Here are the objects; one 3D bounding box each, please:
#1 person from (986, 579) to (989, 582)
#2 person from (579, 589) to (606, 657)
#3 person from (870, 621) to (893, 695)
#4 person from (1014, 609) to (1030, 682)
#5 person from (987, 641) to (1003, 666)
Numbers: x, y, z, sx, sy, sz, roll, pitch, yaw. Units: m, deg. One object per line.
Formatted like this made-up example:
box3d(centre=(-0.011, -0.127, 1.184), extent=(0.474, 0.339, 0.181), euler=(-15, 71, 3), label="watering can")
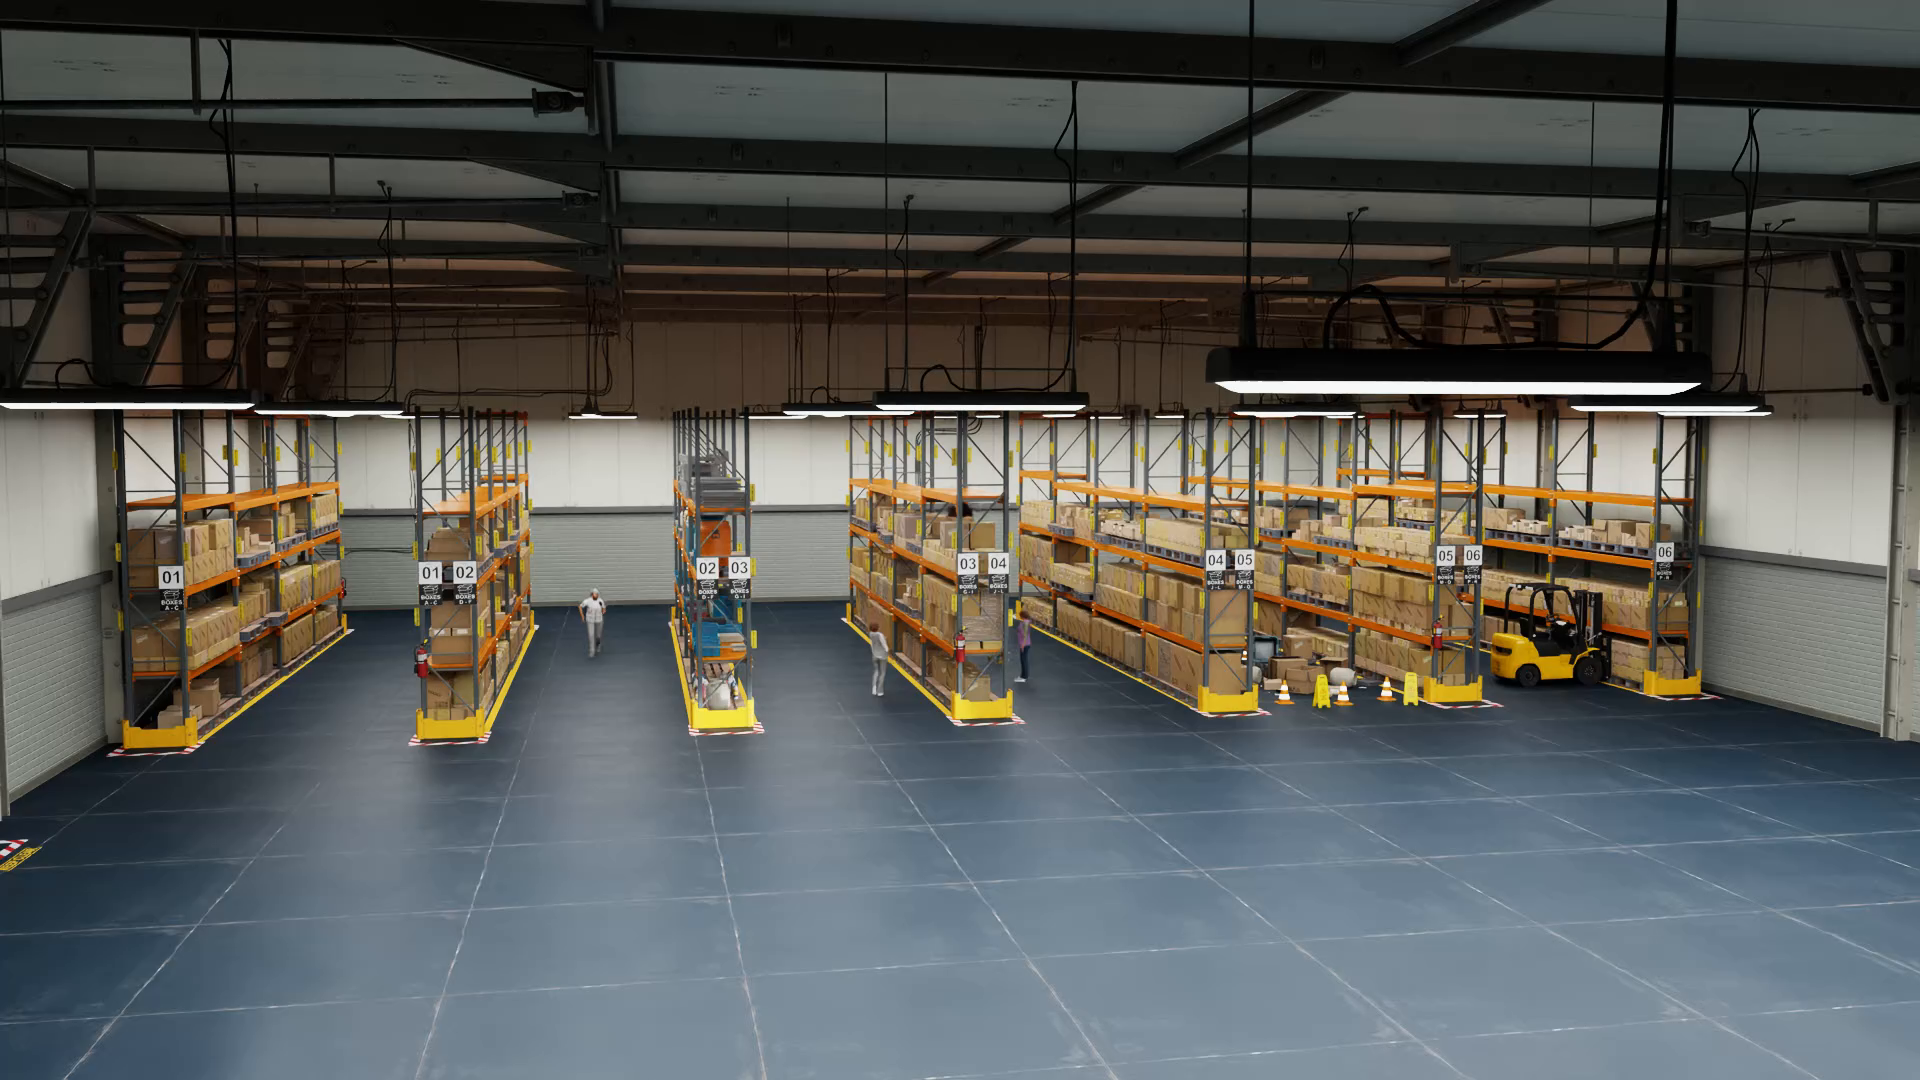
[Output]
box3d(centre=(1.064, 1.271, 50.908), extent=(0.573, 1.681, 1.000), euler=(1, 4, 12), label="person")
box3d(centre=(-8.953, 1.994, 40.539), extent=(0.654, 1.620, 1.007), euler=(-1, 4, -11), label="person")
box3d(centre=(-1.646, 2.462, 34.654), extent=(0.469, 1.562, 0.439), euler=(2, 4, 23), label="person")
box3d(centre=(1.375, 2.325, 36.668), extent=(0.345, 1.599, 0.449), euler=(0, 4, -4), label="person")
box3d(centre=(0.822, 2.083, 39.145), extent=(0.671, 1.726, 1.007), euler=(-1, 4, -7), label="person")
